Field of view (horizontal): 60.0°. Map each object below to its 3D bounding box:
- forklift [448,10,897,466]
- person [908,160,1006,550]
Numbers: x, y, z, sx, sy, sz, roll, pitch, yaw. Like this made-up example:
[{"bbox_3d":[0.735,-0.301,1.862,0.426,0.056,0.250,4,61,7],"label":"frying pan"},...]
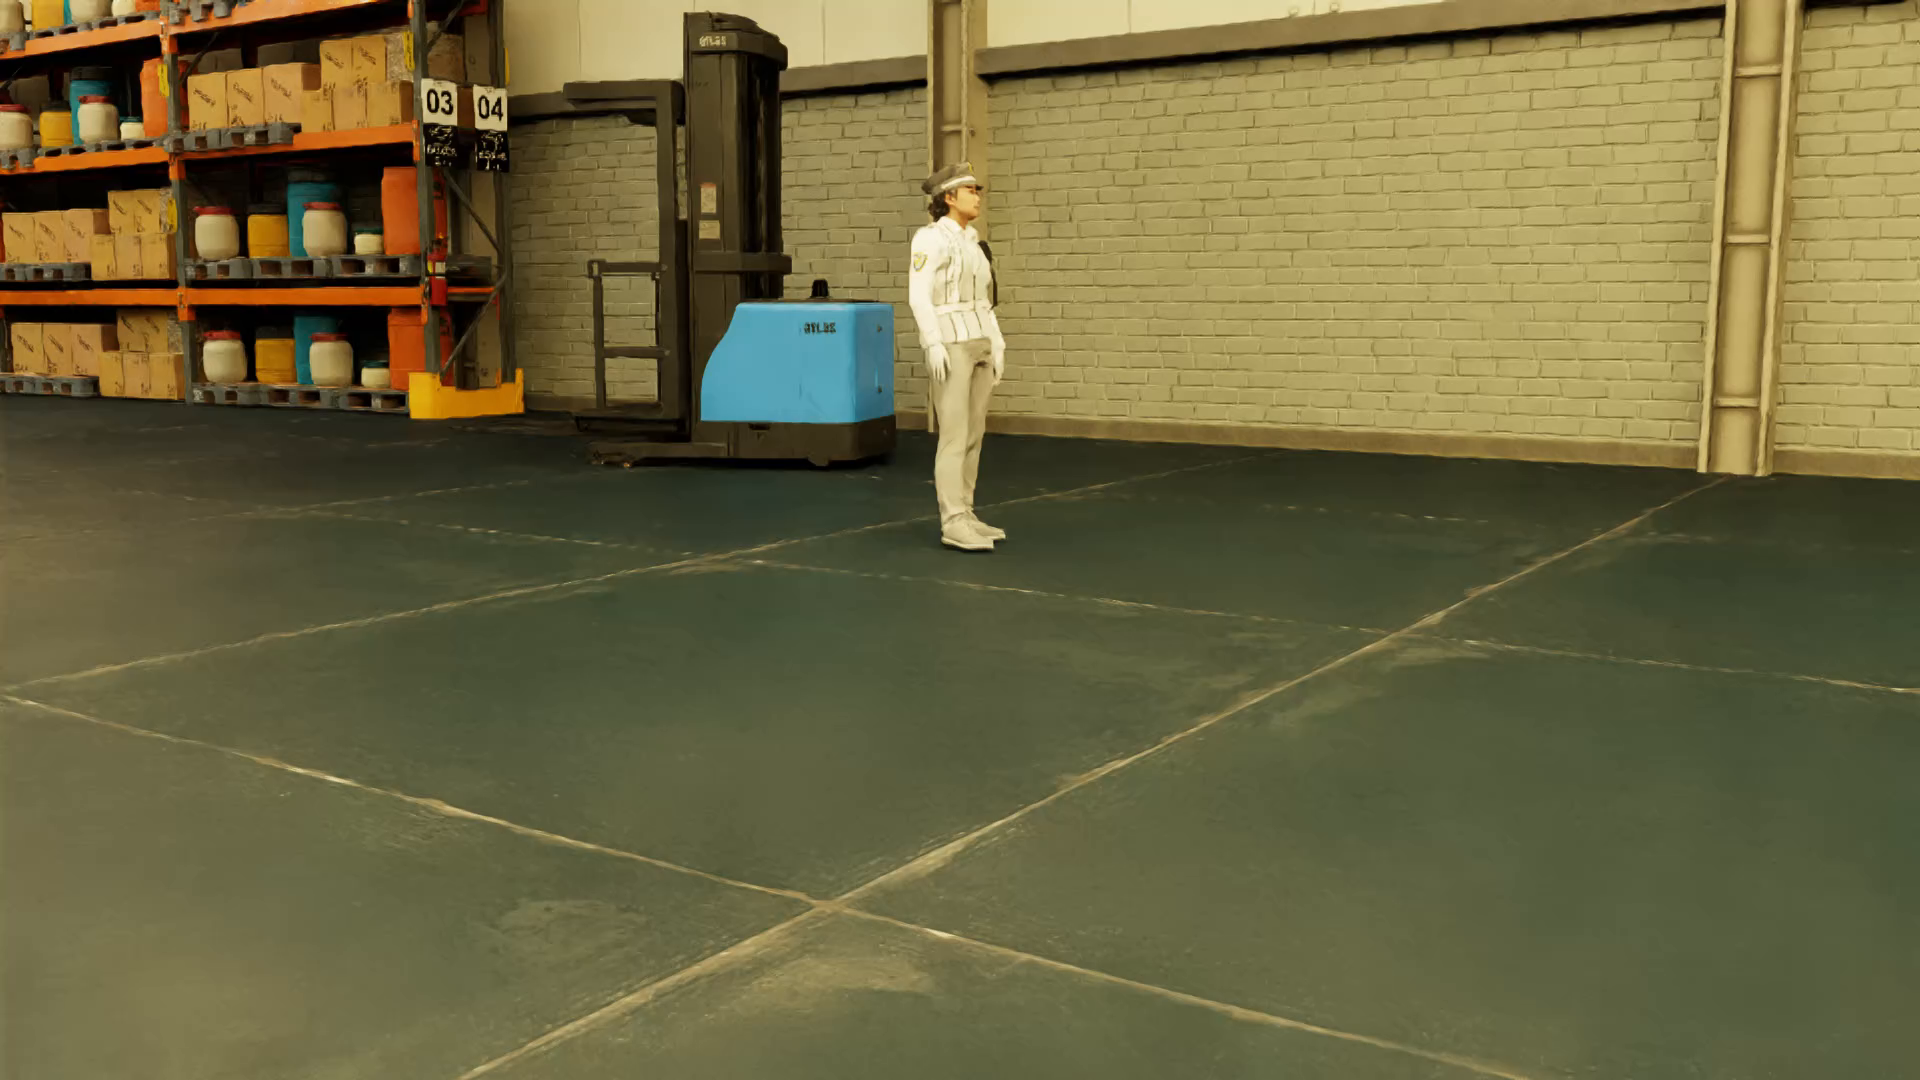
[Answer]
[{"bbox_3d":[-2.017,-2.014,11.357,3.031,2.935,1.130,2,8,14],"label":"forklift"},{"bbox_3d":[0.052,-0.840,7.440,0.532,1.695,0.586,5,10,34],"label":"person"}]
